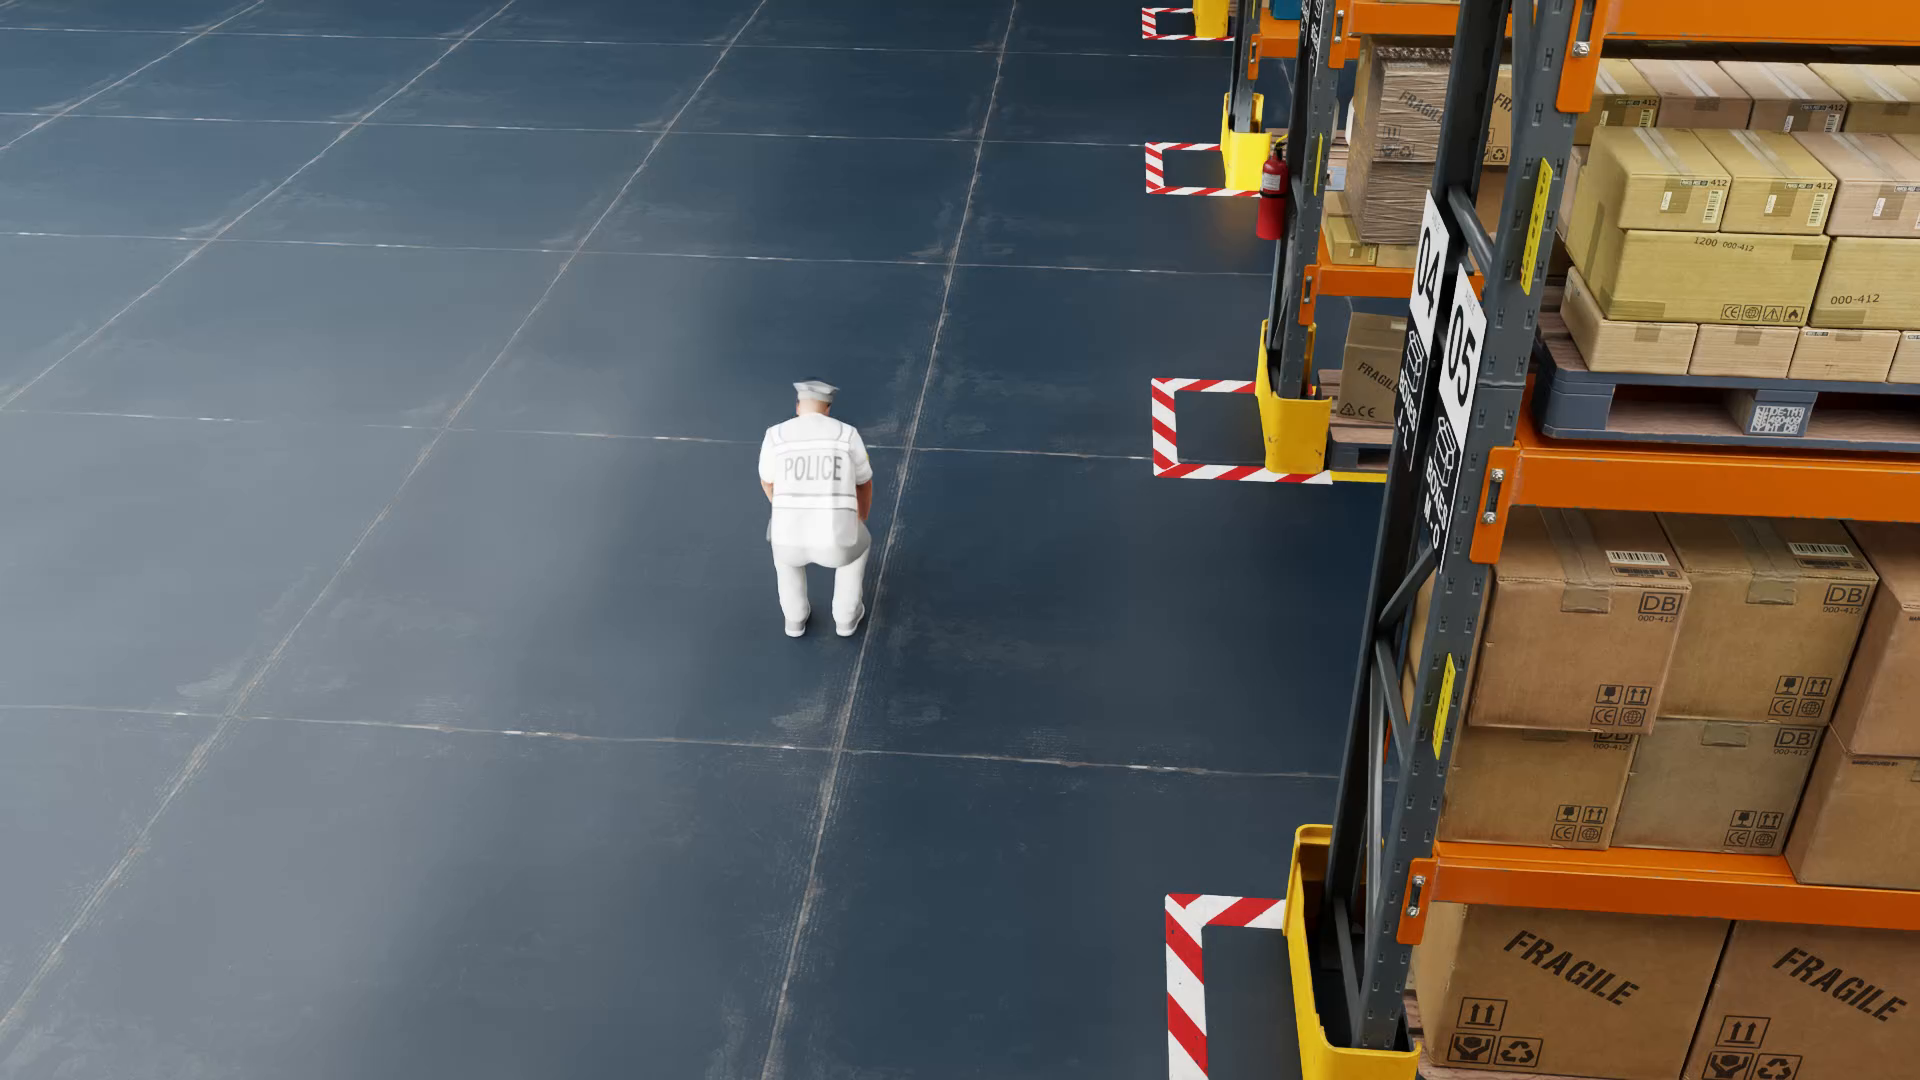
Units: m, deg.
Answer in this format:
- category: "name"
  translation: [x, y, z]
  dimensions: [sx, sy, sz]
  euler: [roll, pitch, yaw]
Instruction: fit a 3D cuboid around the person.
- category: "person"
  translation: [-0.753, -0.136, 8.547]
  dimensions: [0.581, 1.242, 0.882]
  euler: [2, 32, 4]
